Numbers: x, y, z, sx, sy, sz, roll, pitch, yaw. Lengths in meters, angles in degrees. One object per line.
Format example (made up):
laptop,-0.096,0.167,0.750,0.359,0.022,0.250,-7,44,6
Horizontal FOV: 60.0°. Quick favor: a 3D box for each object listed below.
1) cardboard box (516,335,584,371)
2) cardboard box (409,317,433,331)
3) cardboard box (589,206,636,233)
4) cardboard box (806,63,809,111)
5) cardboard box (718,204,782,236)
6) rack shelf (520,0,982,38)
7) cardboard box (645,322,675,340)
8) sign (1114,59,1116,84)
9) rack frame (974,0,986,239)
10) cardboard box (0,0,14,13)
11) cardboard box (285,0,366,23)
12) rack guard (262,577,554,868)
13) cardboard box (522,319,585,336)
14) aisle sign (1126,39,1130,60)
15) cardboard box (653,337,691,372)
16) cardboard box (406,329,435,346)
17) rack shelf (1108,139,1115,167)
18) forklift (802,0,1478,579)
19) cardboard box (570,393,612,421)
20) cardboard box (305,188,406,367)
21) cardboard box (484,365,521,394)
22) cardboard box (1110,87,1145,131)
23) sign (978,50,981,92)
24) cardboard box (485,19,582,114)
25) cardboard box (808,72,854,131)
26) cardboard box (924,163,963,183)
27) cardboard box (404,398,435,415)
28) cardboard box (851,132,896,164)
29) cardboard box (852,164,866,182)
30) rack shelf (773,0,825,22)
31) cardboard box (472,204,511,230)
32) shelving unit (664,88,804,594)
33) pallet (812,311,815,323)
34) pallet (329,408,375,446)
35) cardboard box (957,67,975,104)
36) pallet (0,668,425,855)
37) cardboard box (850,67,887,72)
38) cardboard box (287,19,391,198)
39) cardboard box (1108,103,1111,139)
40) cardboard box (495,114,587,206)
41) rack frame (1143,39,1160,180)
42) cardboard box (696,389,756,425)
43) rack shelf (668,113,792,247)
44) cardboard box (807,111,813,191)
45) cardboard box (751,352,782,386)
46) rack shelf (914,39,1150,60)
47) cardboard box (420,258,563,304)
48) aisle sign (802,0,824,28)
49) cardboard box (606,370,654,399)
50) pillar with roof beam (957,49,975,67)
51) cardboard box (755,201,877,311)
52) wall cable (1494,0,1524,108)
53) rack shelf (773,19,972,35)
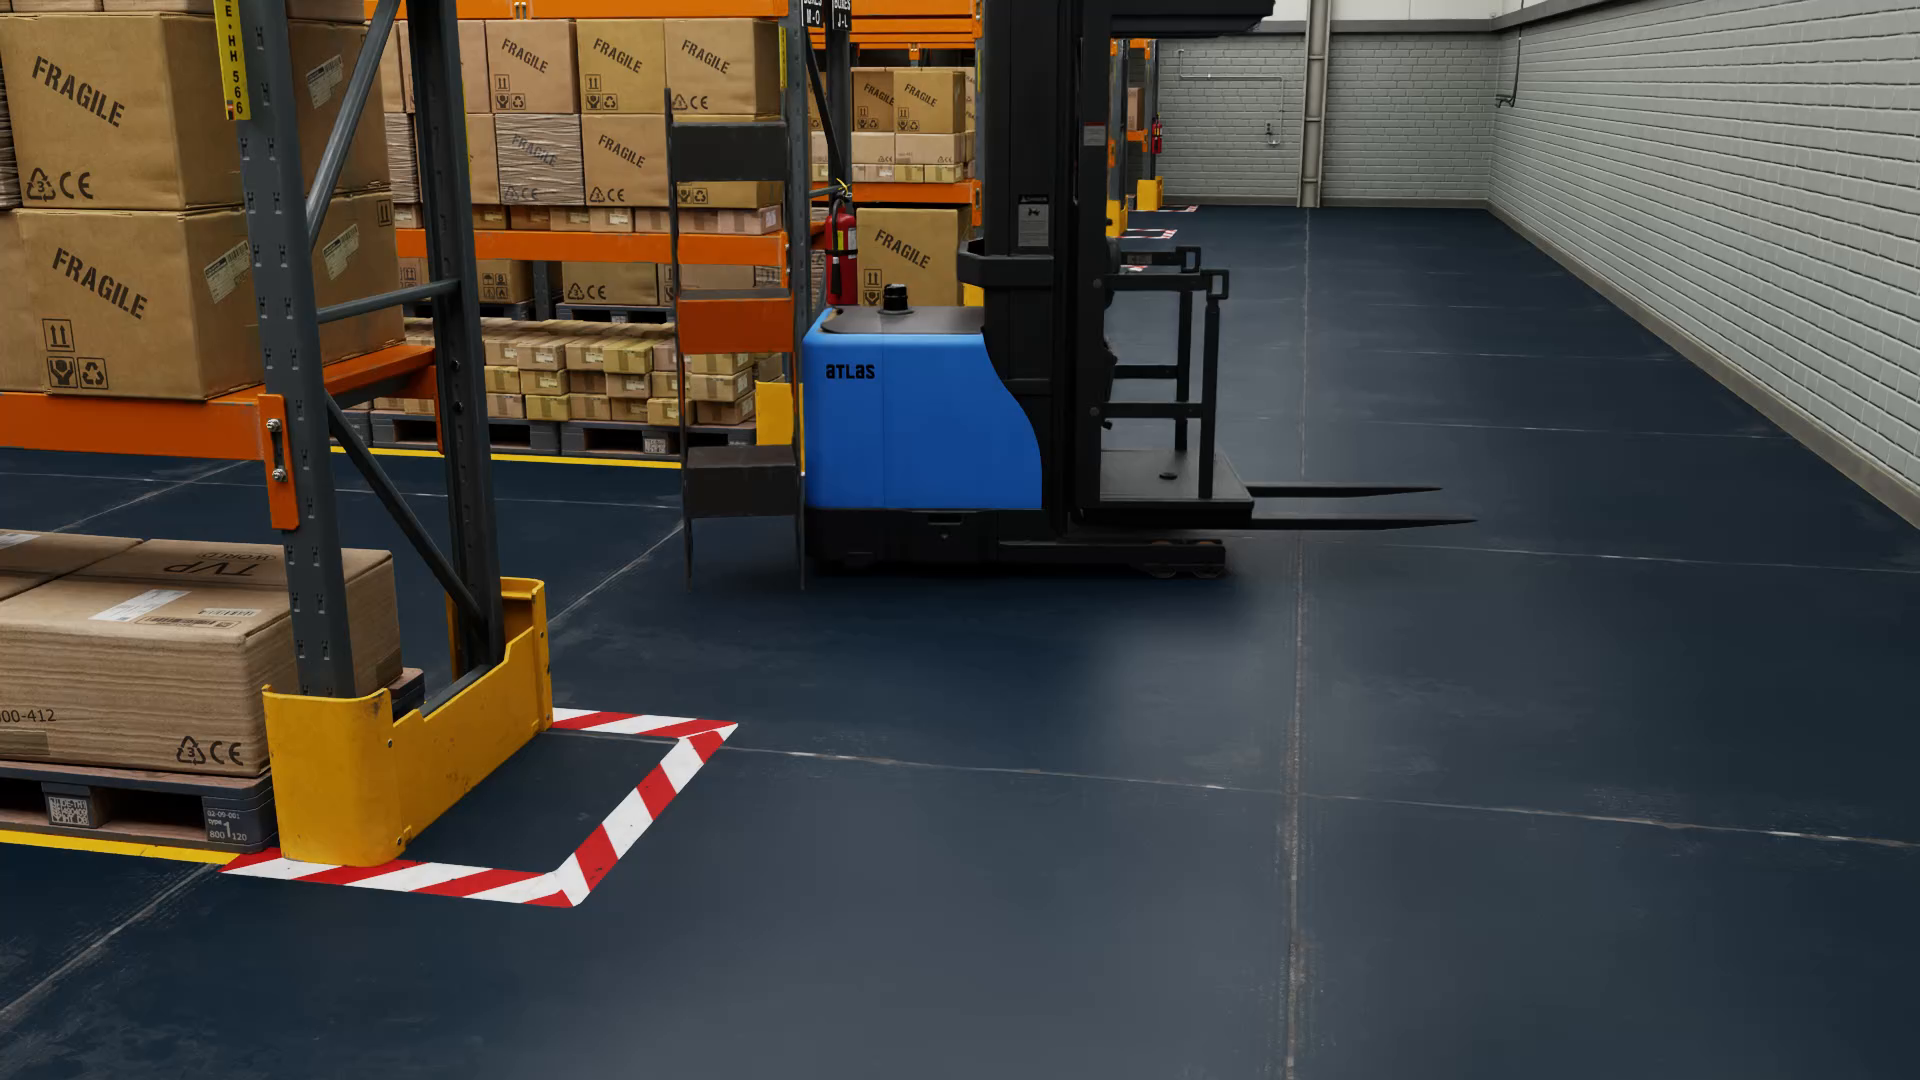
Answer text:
cardboard box,-2.406,-1.102,9.790,0.250,0.149,0.380,4,16,13
cardboard box,-3.300,-1.324,10.591,0.250,0.149,0.380,2,16,8
cardboard box,-1.922,-1.848,9.515,0.250,0.149,0.380,4,16,13
cardboard box,-1.194,-2.752,9.692,0.500,0.500,0.500,3,16,11
cardboard box,-1.183,-1.808,9.370,0.250,0.149,0.380,3,16,11
rack shelf,-1.679,-4.483,14.286,4.000,0.370,1.077,3,16,11
cardboard box,-1.768,-1.248,10.317,0.250,0.149,0.380,3,16,11
sign,2.128,-6.435,22.844,0.005,0.325,0.100,3,16,11
rack frame,0.280,-3.278,14.206,0.127,3.000,1.000,3,16,11
cardboard box,-2.609,-1.494,4.490,0.250,0.149,0.380,3,16,11
cardboard box,-1.987,-1.619,4.943,0.250,0.149,0.380,3,16,12
rack guard,-1.671,0.521,5.176,0.348,0.500,1.175,3,16,11
cardboard box,-2.546,-1.282,10.442,0.250,0.149,0.380,3,16,12
aisle sign,2.384,-7.195,23.478,0.004,0.787,0.394,3,16,11
cardboard box,-1.611,-1.091,9.751,0.250,0.149,0.380,3,16,12
cardboard box,-3.138,-1.175,10.053,0.250,0.149,0.380,2,16,9
rack shelf,0.298,-5.629,24.041,4.000,0.370,1.077,3,16,11
forklift,0.822,-1.383,7.495,3.031,2.935,1.130,0,15,1
cardboard box,-2.123,-0.821,9.891,0.250,0.149,0.380,3,16,12
cardboard box,-2.107,-0.834,5.197,0.500,0.500,0.500,3,16,11
cardboard box,-2.648,-0.981,9.910,0.250,0.149,0.380,4,16,14
cardboard box,2.740,-7.334,28.288,0.700,0.700,0.980,4,16,14
sign,0.159,-3.809,13.510,0.005,0.325,0.100,3,16,11
cardboard box,-2.313,-2.671,9.396,0.500,0.500,0.500,4,16,14
cardboard box,-1.135,-3.859,14.623,0.500,0.500,0.500,3,16,10
cardboard box,-0.134,-3.089,13.997,0.250,0.149,0.380,3,16,12
cardboard box,-3.154,-0.865,10.050,0.250,0.149,0.380,3,16,10
cardboard box,-0.744,-3.332,14.127,0.500,0.250,0.500,3,16,10
cardboard box,-0.880,-3.130,14.144,0.250,0.149,0.380,3,16,12
rack shelf,-2.767,-3.191,9.621,4.000,0.370,1.077,3,16,11
cardboard box,-2.691,-1.909,9.737,0.250,0.149,0.380,3,16,12
shelving unit,-0.953,-0.841,7.093,0.503,2.100,0.431,-2,16,-8
pallet,-1.711,-2.021,14.894,1.213,0.211,1.003,3,16,11
pallet,-4.062,-0.828,10.586,1.213,0.211,1.003,3,16,11
cardboard box,0.260,-6.431,23.530,0.500,0.500,0.500,4,16,13
pallet,-2.493,0.636,5.299,1.213,0.211,1.003,3,16,11
cardboard box,-1.256,-6.513,23.826,0.500,0.500,0.500,4,16,13
cardboard box,-2.108,-1.315,5.061,0.500,0.500,0.500,3,16,10
cardboard box,1.876,-6.010,23.881,0.500,0.500,0.500,3,16,12
cardboard box,-2.301,-2.187,9.524,0.500,0.500,0.500,3,16,11
rack frame,3.242,-7.165,28.239,0.127,3.000,1.000,3,16,11
cardboard box,-1.364,-0.788,9.770,0.250,0.149,0.380,3,16,12
rack shelf,-0.953,-1.502,6.910,0.480,0.518,0.431,-2,16,-8
cardboard box,-1.192,-2.273,9.835,0.500,0.500,0.500,4,16,14
cardboard box,-1.269,-1.052,10.169,0.250,0.149,0.380,4,16,13
rack shelf,1.282,-8.370,28.319,4.000,0.370,1.077,3,16,11
cardboard box,-4.270,-2.698,15.306,0.875,0.875,1.225,3,16,11
aisle sign,-0.795,-3.156,8.897,0.004,0.787,0.394,3,16,11
cardboard box,-1.891,-0.938,9.756,0.250,0.149,0.380,2,16,9
pillar with roof beam,-0.678,-9.332,24.824,0.400,9.000,9.100,3,16,11
cardboard box,-1.254,-2.518,14.656,0.875,0.875,0.875,3,16,11
wall cable,8.713,-8.165,26.429,0.112,2.526,3.097,3,16,11
rack shelf,-0.692,-5.779,18.963,4.000,0.370,1.077,3,16,11
